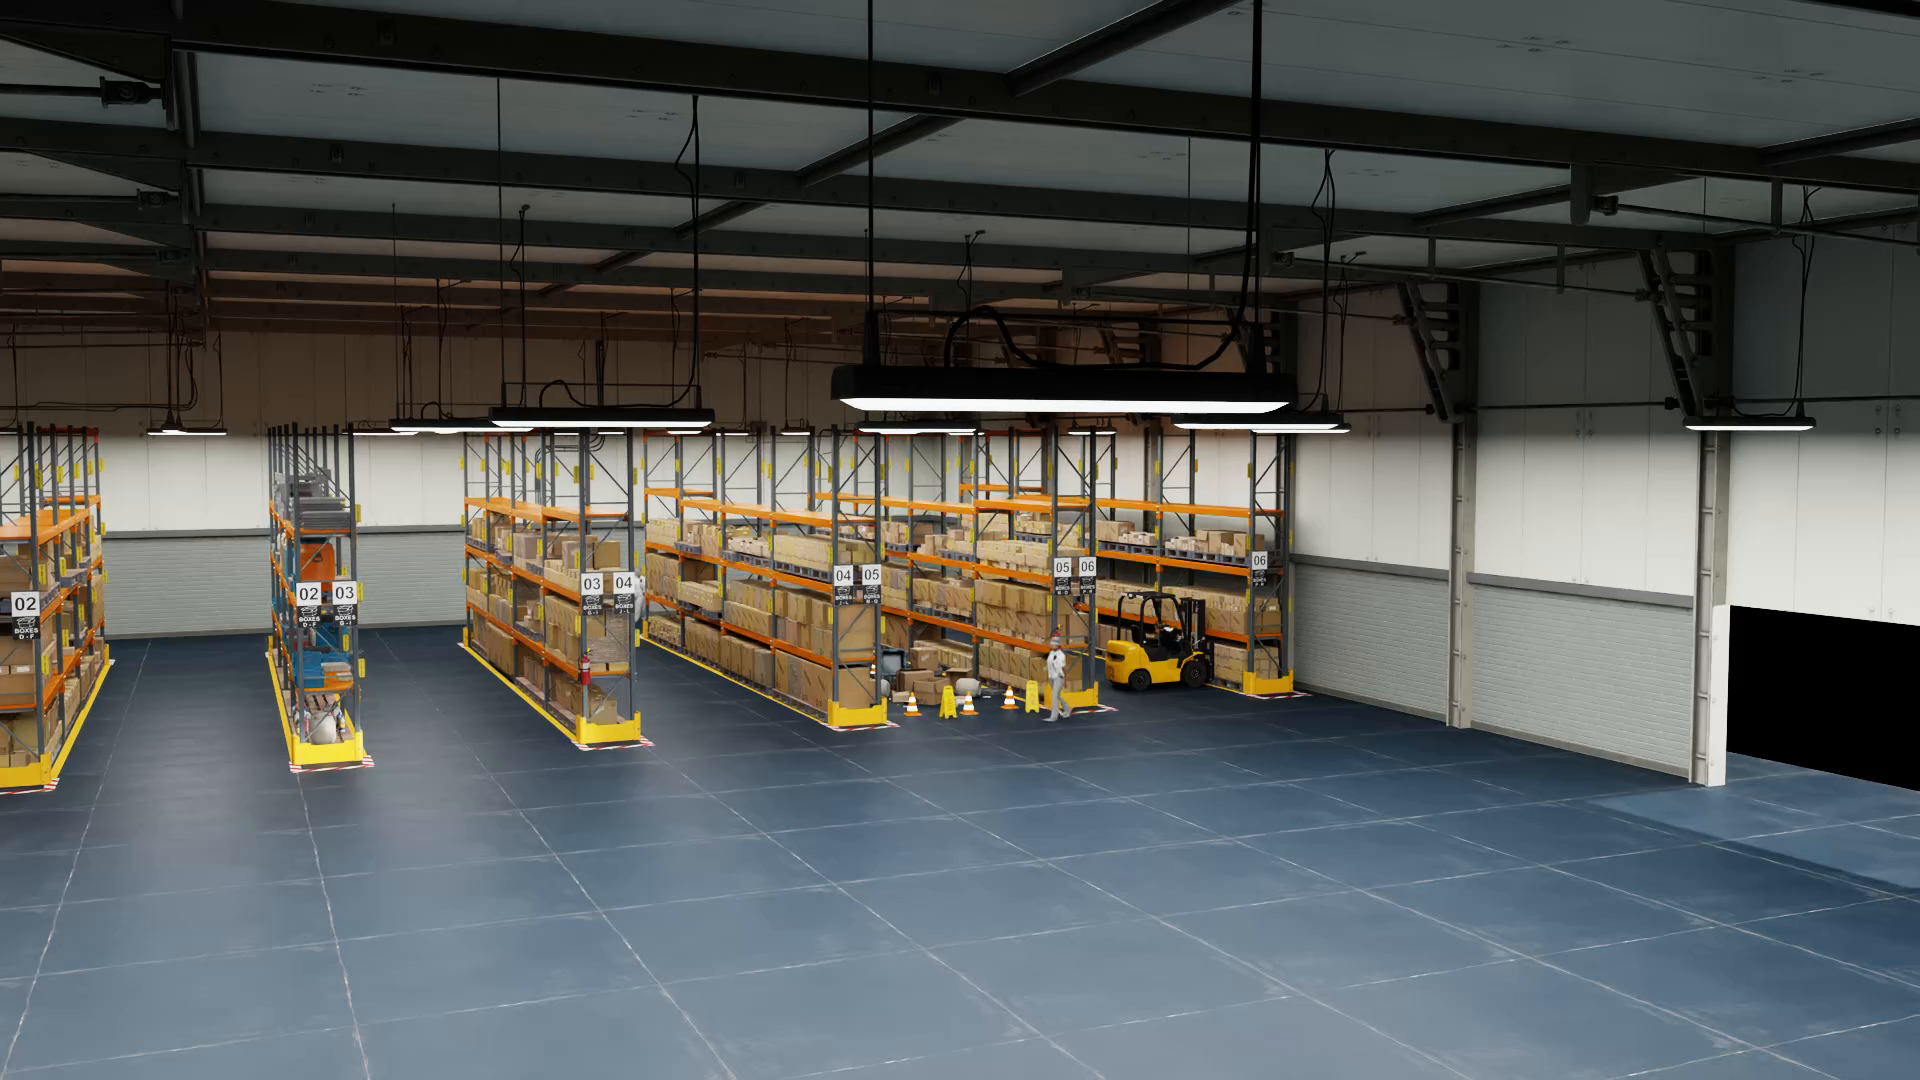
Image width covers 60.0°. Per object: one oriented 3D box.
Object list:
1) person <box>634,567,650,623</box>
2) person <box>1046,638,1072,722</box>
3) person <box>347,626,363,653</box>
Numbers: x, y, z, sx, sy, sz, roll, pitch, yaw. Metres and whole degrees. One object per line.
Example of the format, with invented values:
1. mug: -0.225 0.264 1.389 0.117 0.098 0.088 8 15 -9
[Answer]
1. person: -9.970 1.698 51.708 0.525 1.721 1.058 2 4 30
2. person: 2.004 2.820 33.830 0.775 1.659 0.441 -2 4 -27
3. person: -16.256 2.238 44.000 0.420 1.567 0.819 2 4 33
